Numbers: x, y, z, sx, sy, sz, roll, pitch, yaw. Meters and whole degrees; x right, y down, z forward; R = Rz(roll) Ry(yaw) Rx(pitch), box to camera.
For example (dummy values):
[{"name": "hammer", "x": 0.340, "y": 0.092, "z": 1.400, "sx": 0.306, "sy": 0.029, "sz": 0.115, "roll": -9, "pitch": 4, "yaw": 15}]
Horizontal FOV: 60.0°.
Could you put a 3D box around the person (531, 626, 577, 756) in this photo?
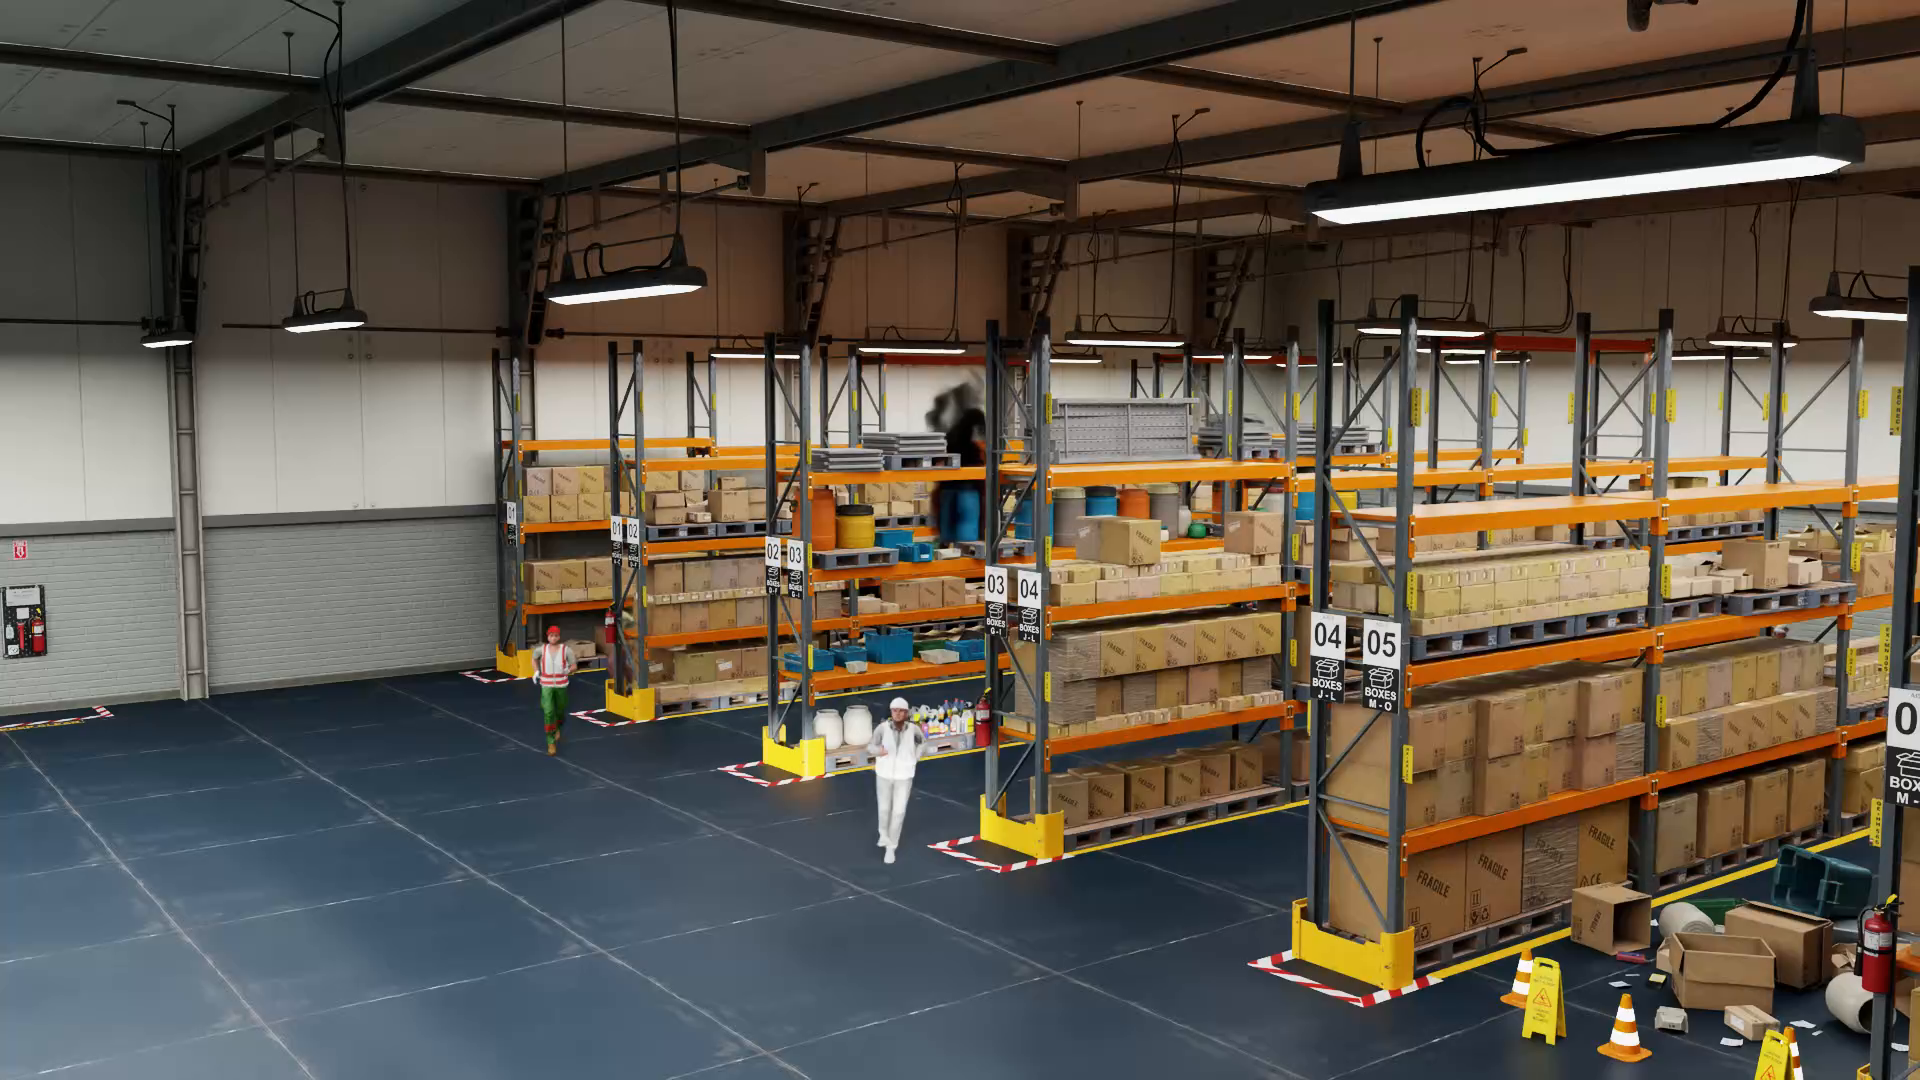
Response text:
[{"name": "person", "x": -5.875, "y": 2.138, "z": 24.110, "sx": 0.651, "sy": 1.807, "sz": 0.979, "roll": -1, "pitch": 5, "yaw": -15}]

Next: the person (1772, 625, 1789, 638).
[{"name": "person", "x": 12.640, "y": 2.106, "z": 25.681, "sx": 0.561, "sy": 1.644, "sz": 0.588, "roll": 5, "pitch": 7, "yaw": 45}]

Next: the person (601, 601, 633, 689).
[{"name": "person", "x": -5.825, "y": 1.828, "z": 28.549, "sx": 0.704, "sy": 1.729, "sz": 0.576, "roll": -4, "pitch": 7, "yaw": -41}]

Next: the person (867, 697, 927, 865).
[{"name": "person", "x": -0.708, "y": 2.656, "z": 18.599, "sx": 0.659, "sy": 1.826, "sz": 0.765, "roll": 0, "pitch": 5, "yaw": 5}]
